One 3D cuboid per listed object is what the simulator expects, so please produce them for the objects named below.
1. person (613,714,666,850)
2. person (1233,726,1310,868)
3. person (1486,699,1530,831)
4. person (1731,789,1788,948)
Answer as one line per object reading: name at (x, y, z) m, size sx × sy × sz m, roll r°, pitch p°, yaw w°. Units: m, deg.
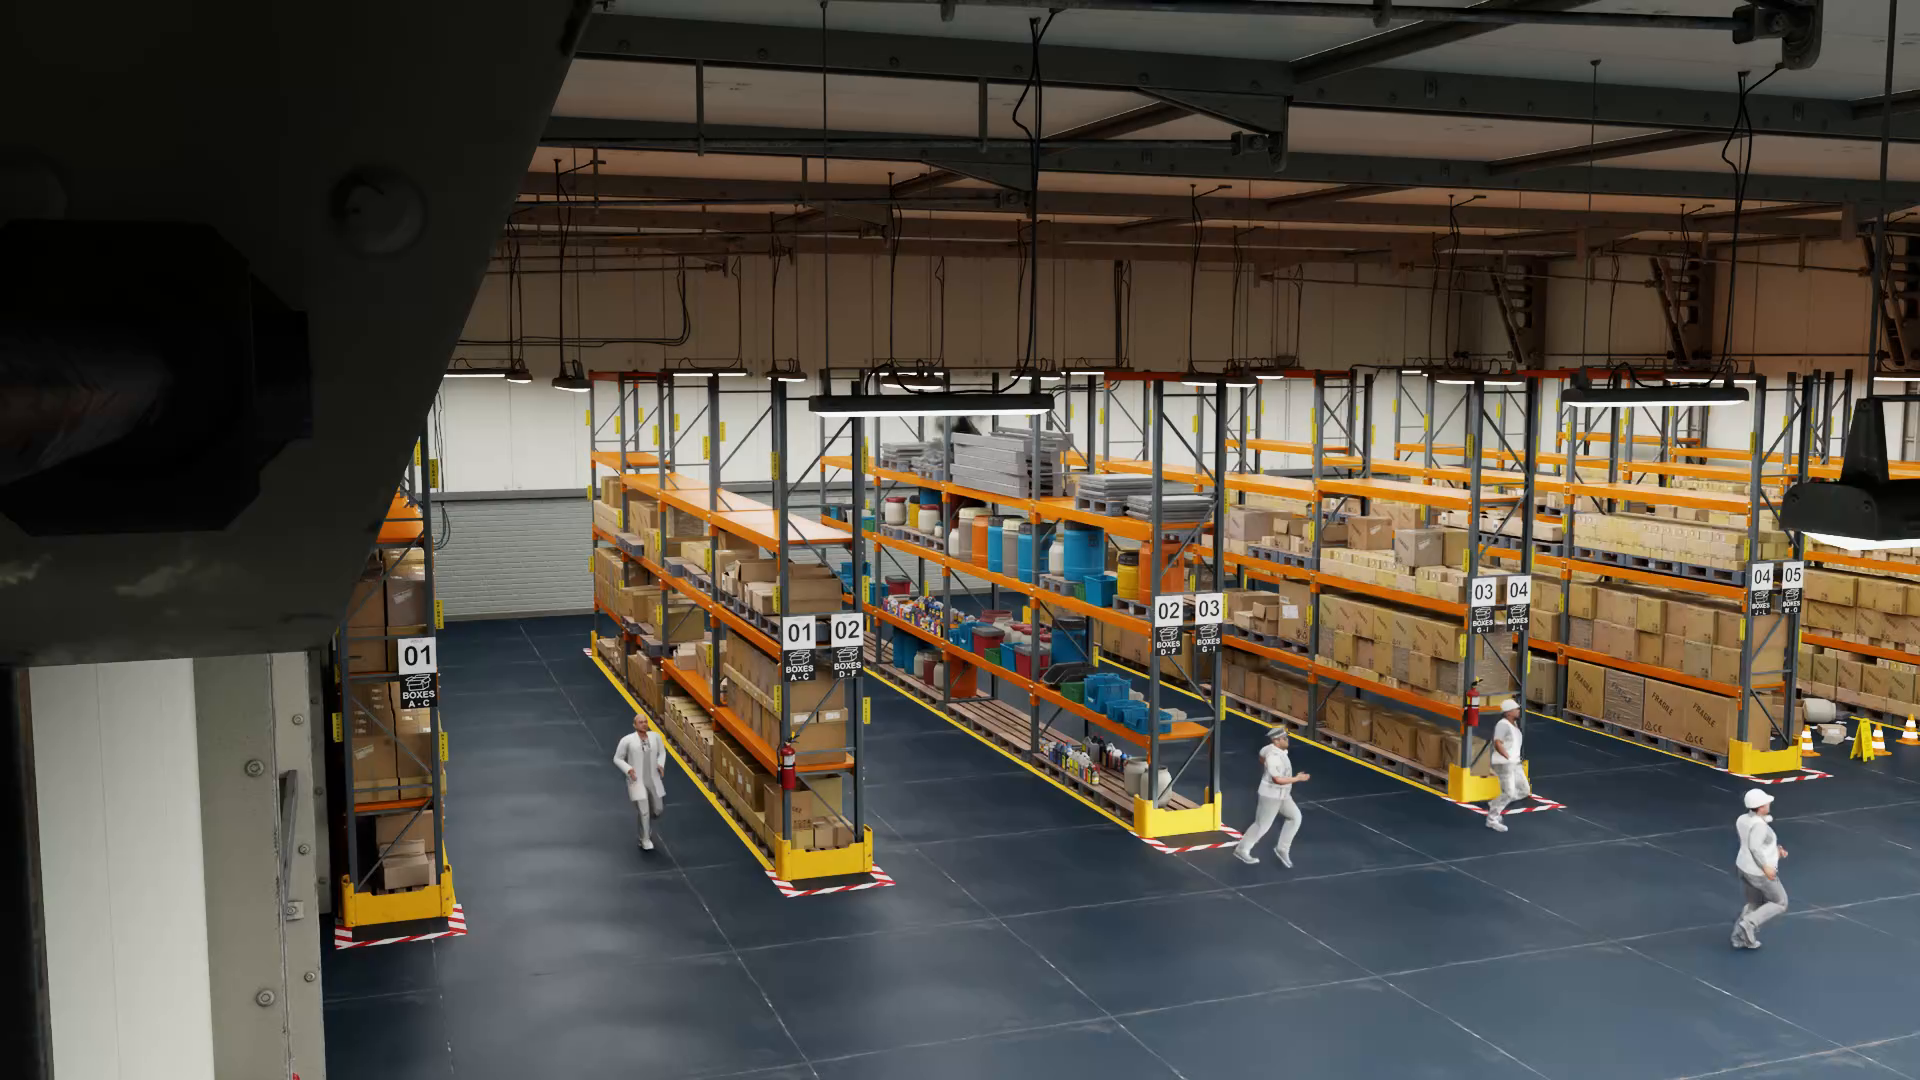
person at (-4.086, 3.087, 21.387) m, size 0.707 × 1.724 × 0.668 m, roll -4°, pitch 7°, yaw -31°
person at (3.870, 3.172, 20.546) m, size 0.907 × 1.830 × 0.675 m, roll 2°, pitch 7°, yaw 21°
person at (7.382, 2.994, 22.294) m, size 0.522 × 1.719 × 0.742 m, roll 4°, pitch 8°, yaw 34°
person at (8.531, 3.500, 17.675) m, size 0.575 × 1.728 × 0.649 m, roll 0°, pitch 6°, yaw -1°
